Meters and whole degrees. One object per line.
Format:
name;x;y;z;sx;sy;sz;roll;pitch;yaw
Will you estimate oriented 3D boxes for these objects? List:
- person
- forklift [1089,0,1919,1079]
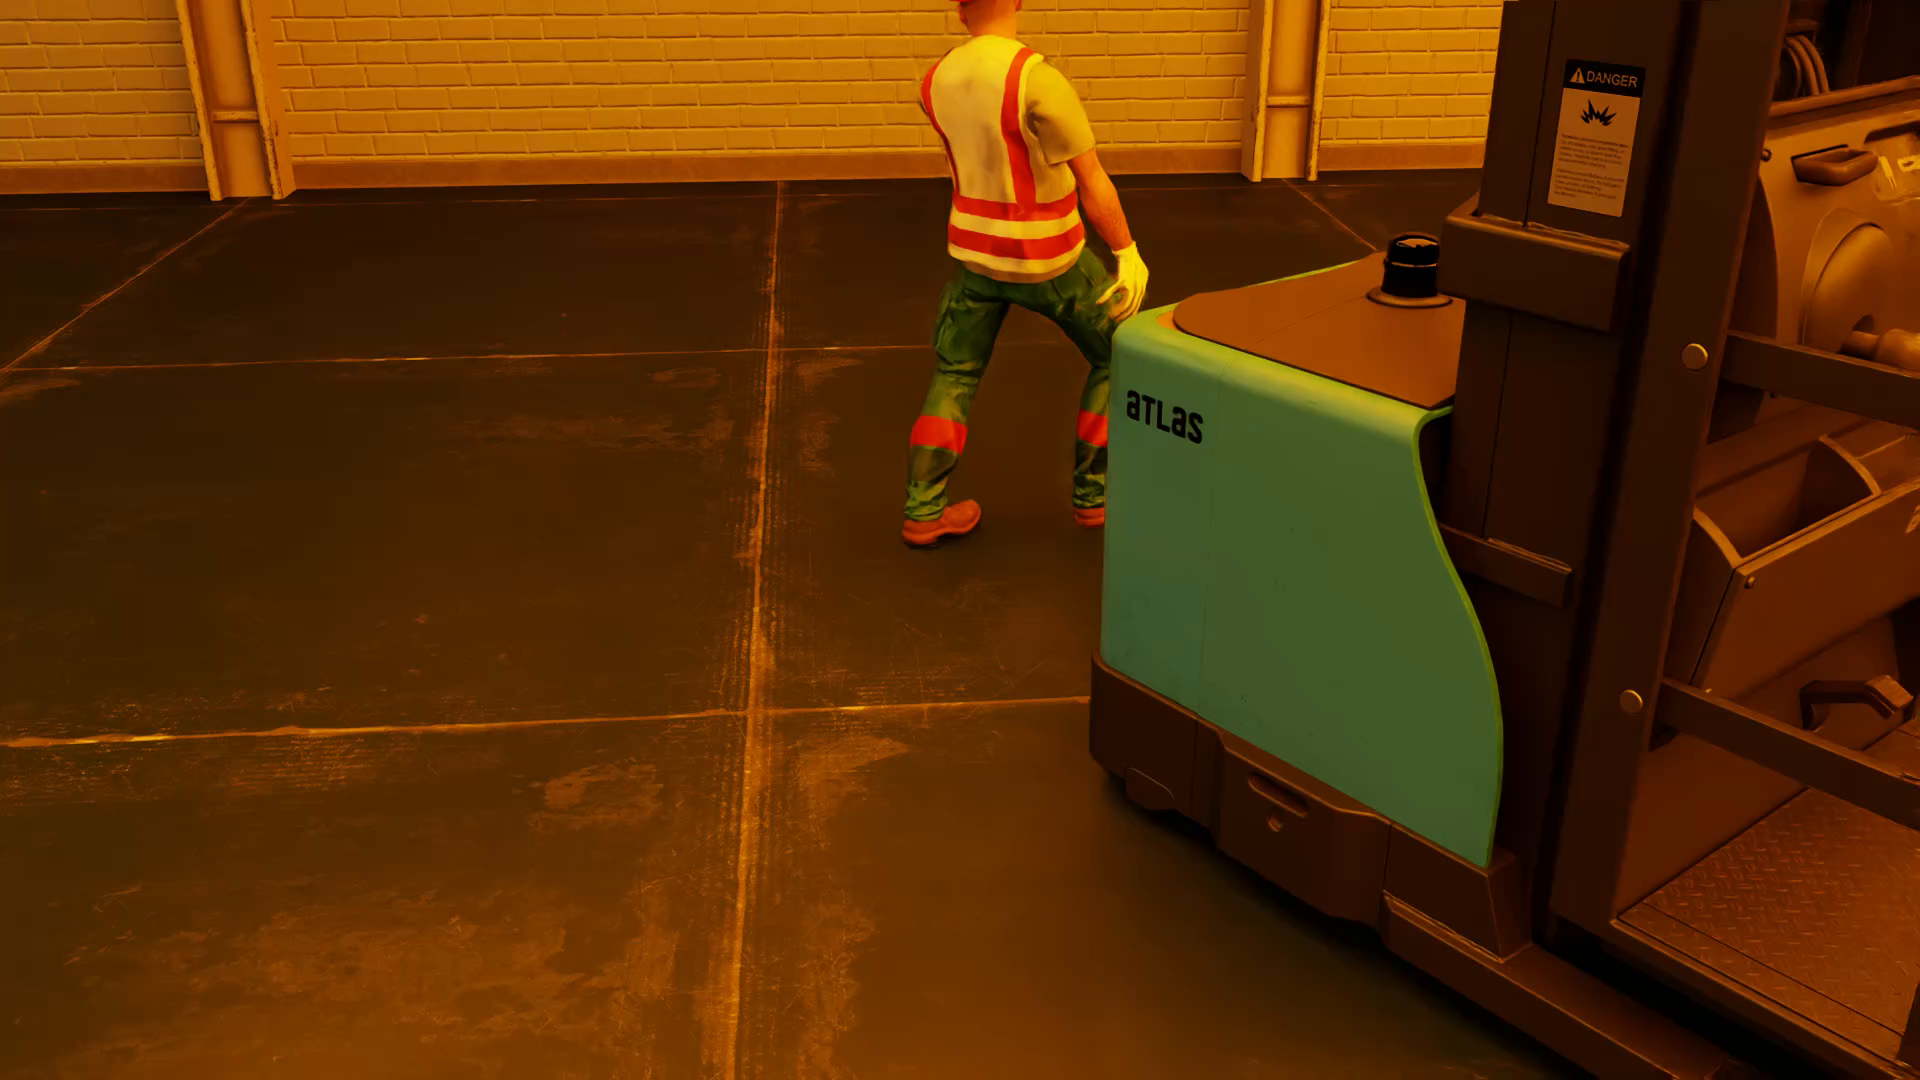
person;0.251;-0.842;4.817;0.722;1.704;0.818;14;27;29
forklift;1.598;-0.467;2.407;1.130;2.935;3.031;-18;29;-35
